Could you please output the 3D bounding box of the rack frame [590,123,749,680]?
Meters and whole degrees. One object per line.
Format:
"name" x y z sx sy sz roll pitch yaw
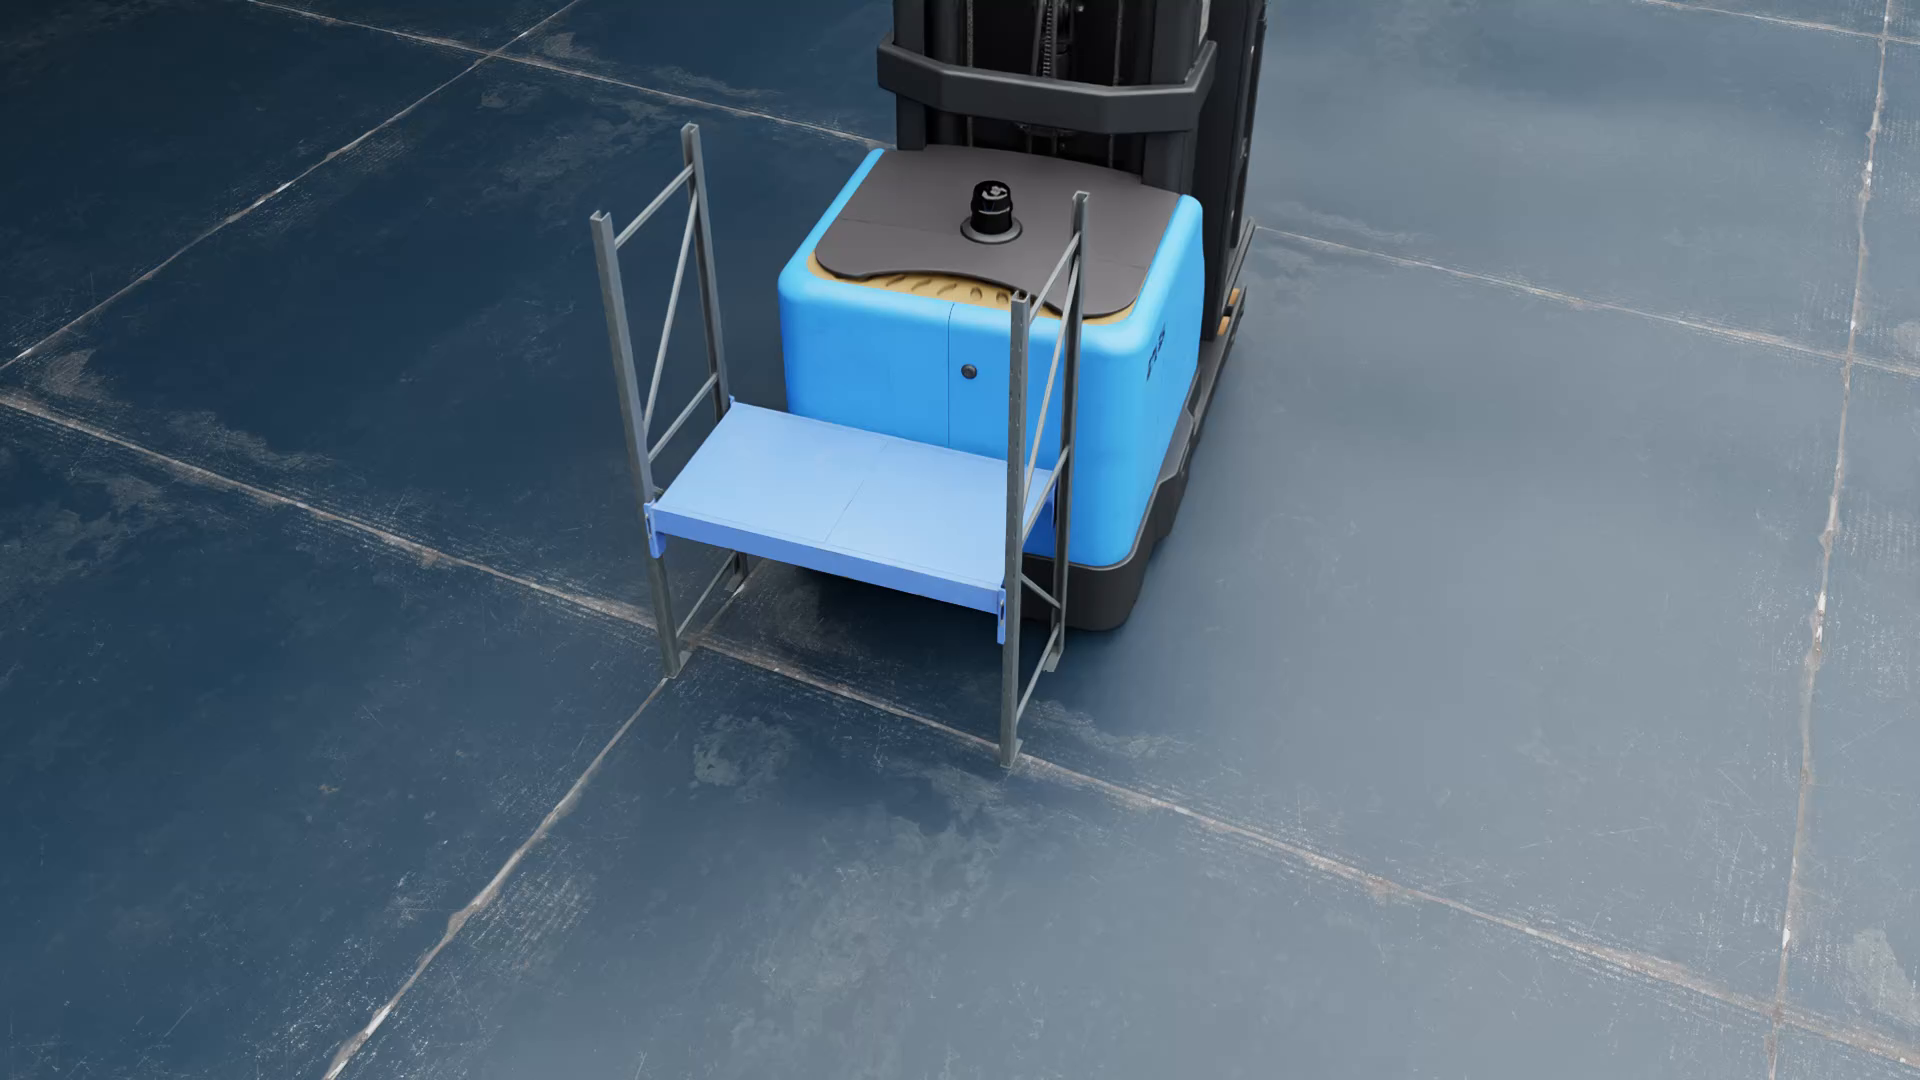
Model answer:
"rack frame" -0.751 -0.320 4.475 0.032 1.500 0.500 13 43 15

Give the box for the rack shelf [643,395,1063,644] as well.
"rack shelf" -0.272 -0.073 4.463 1.000 0.185 0.538 13 43 15

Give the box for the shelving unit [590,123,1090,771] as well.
"shelving unit" -0.272 -0.208 4.345 1.048 1.500 0.538 13 43 15

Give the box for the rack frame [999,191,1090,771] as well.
"rack frame" 0.207 -0.097 4.216 0.032 1.500 0.500 13 43 15

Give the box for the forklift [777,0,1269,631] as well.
"forklift" 0.420 -1.820 5.112 1.130 2.935 3.031 12 42 13
